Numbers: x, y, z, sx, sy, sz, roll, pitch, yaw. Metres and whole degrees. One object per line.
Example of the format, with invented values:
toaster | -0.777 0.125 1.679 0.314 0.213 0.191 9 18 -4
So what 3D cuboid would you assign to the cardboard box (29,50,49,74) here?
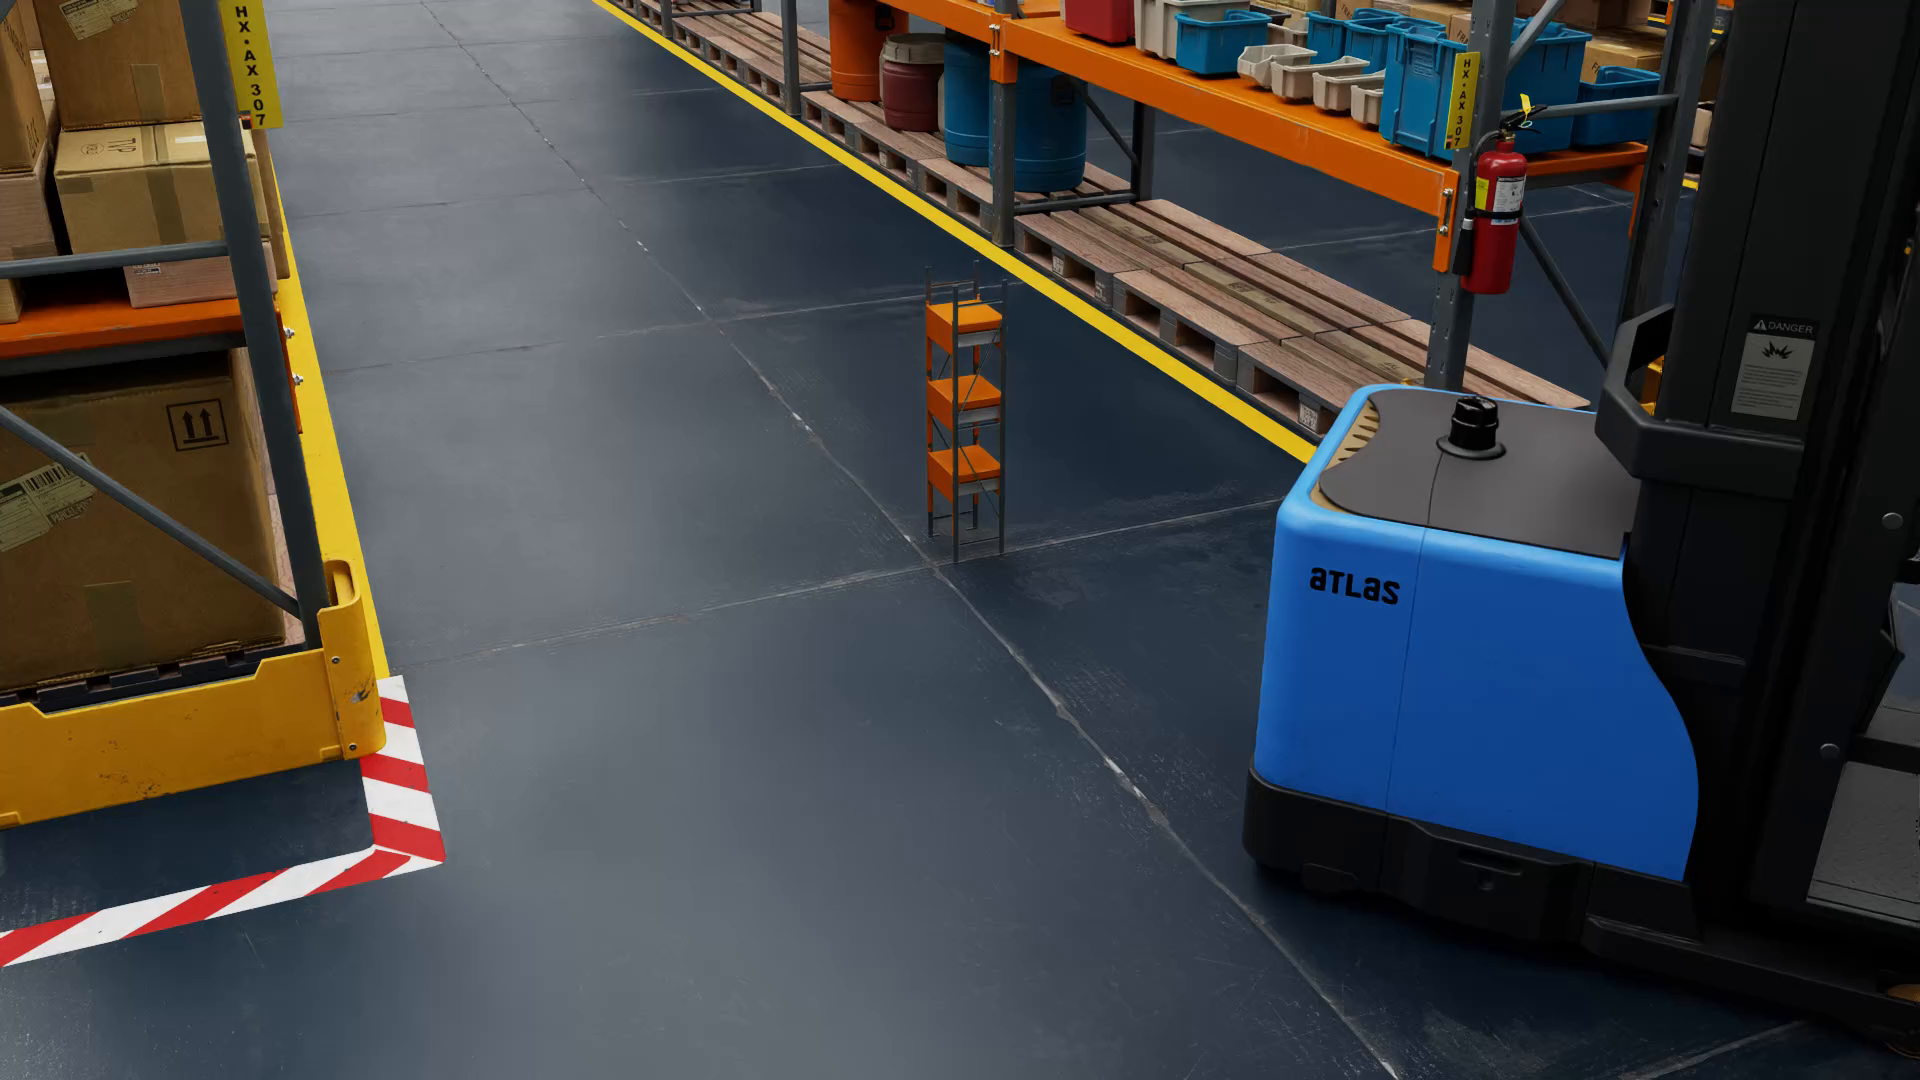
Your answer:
cardboard box | -3.358 -1.532 5.801 0.500 0.250 0.500 -11 28 -21

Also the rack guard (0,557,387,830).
rack guard | -2.309 0.437 4.785 1.175 0.500 0.348 -11 28 -21

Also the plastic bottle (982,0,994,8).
plastic bottle | 0.221 -3.210 9.546 0.152 0.276 0.135 -11 28 -21

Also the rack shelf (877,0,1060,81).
rack shelf | -0.111 -3.646 11.118 1.077 0.370 4.000 -11 28 -21

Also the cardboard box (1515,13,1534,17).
cardboard box | 4.661 -3.944 13.256 0.500 0.500 0.500 -12 28 -23

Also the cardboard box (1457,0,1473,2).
cardboard box | 4.273 -4.678 13.906 0.500 0.250 0.500 -9 28 -19

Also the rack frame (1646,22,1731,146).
rack frame | 5.232 -4.011 11.047 1.000 3.000 0.127 -11 28 -21

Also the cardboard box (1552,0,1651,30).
cardboard box | 4.875 -4.064 12.647 0.500 0.250 0.500 -11 28 -20

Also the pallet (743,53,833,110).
pallet | -1.162 -3.843 13.880 1.003 0.211 1.213 -11 28 -21

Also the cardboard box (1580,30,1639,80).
cardboard box | 4.589 -3.437 12.218 0.500 0.500 0.500 -10 28 -20

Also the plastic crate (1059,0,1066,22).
plastic crate | 0.723 -2.858 8.916 0.396 0.136 0.243 -11 28 -21

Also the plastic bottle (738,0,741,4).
plastic bottle | -2.222 -5.577 16.941 0.097 0.201 0.097 0 26 0

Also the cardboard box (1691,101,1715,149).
cardboard box | 5.197 -2.794 11.117 0.500 0.311 0.500 -11 28 -21

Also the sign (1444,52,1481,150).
sign | 1.739 -1.519 5.757 0.100 0.325 0.005 -11 28 -21

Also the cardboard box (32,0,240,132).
cardboard box | -2.454 -1.541 4.965 0.500 0.500 0.500 -11 28 -22

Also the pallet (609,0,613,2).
pallet | -3.641 -6.402 19.121 1.003 0.211 1.213 -11 28 -21

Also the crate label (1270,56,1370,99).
crate label | 1.521 -1.981 7.121 0.396 0.136 0.243 -11 28 -21

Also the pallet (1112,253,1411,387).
pallet | 1.478 -1.125 8.314 1.003 0.211 1.213 -11 28 -21

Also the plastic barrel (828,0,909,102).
plastic barrel | -0.687 -3.795 12.600 0.600 0.830 0.708 -11 28 -21

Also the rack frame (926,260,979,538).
rack frame | -0.027 -0.499 6.076 0.200 1.050 0.008 -11 28 -21

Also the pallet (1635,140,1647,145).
pallet | 4.878 -3.080 12.318 1.003 0.211 1.213 -11 28 -21

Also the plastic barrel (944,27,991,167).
plastic barrel | 0.198 -2.916 10.716 0.600 0.901 0.708 -11 28 -21

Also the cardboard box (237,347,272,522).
cardboard box | -2.999 -0.542 5.884 0.875 0.875 0.875 -11 28 -21

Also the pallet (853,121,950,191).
pallet | -0.073 -2.721 11.582 1.003 0.211 1.213 -11 28 -21

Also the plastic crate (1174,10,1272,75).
plastic crate | 1.199 -2.284 7.631 0.416 0.233 0.300 -11 28 -21

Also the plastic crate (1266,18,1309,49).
plastic crate | 1.631 -2.419 8.017 0.293 0.136 0.466 -11 28 -21

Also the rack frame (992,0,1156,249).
rack frame | 0.673 -3.162 9.307 1.000 3.000 0.127 -11 28 -21

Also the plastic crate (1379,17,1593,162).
plastic crate | 1.936 -1.693 6.190 0.616 0.435 0.499 -11 28 -21

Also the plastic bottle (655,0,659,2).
plastic bottle | -3.053 -5.687 16.996 0.144 0.351 0.185 -12 29 -23

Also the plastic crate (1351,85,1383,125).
plastic crate | 1.753 -1.753 6.655 0.396 0.136 0.243 -11 28 -21

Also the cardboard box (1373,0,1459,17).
cardboard box | 3.791 -4.257 13.898 0.500 0.500 0.500 -12 28 -22

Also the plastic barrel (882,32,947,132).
plastic barrel | -0.244 -3.231 11.719 0.600 0.588 0.708 -11 28 -21

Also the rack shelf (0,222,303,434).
rack shelf | -3.102 -1.180 6.068 1.077 0.370 4.000 -11 28 -21

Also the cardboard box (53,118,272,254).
cardboard box | -2.258 -1.002 4.716 0.500 0.250 0.500 -11 28 -22

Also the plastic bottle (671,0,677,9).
plastic bottle | -2.889 -5.424 16.629 0.097 0.201 0.097 0 26 0

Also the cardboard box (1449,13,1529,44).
cardboard box | 4.192 -3.844 13.052 0.500 0.500 0.500 -12 28 -22

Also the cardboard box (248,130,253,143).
cardboard box | -2.661 -1.415 5.560 0.500 0.250 0.500 -12 28 -22

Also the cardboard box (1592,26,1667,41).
cardboard box | 5.047 -3.536 12.422 0.500 0.500 0.500 -10 28 -20

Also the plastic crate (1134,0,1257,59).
plastic crate | 1.101 -2.487 7.992 0.437 0.282 0.530 -11 28 -21

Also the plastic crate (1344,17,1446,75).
plastic crate | 1.930 -2.186 7.432 0.416 0.233 0.300 -11 28 -21

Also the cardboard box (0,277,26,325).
cardboard box | -2.761 -0.670 4.490 0.380 0.149 0.250 -10 28 -20

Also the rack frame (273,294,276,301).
rack frame | -3.885 -2.311 7.564 1.000 3.000 0.127 -11 28 -21

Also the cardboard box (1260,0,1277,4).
cardboard box | 3.024 -5.209 15.516 0.500 0.311 0.500 -11 28 -21

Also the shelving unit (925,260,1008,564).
shelving unit | 0.021 -0.450 5.975 0.215 1.050 0.252 -11 28 -21

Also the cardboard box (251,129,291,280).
cardboard box | -4.154 -1.800 8.460 1.225 0.875 0.875 -10 28 -20

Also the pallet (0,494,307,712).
pallet | -2.703 0.248 5.502 1.003 0.211 1.213 -11 28 -21

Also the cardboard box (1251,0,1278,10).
cardboard box | 3.030 -4.957 15.639 0.500 0.250 0.500 -11 28 -21

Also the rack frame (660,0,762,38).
rack frame | -2.460 -6.391 15.921 1.000 3.000 0.127 -11 28 -21

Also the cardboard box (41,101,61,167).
cardboard box | -2.950 -1.117 4.951 0.500 0.250 0.500 -11 28 -21

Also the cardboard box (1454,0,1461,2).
cardboard box | 4.248 -4.363 14.115 0.500 0.500 0.500 -9 28 -19

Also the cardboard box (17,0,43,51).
cardboard box | -3.539 -2.067 6.042 0.500 0.500 0.500 -11 28 -22

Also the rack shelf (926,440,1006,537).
rack shelf | 0.021 -0.191 6.102 0.215 0.259 0.240 -11 28 -21

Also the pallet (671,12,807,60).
pallet | -2.117 -4.828 15.898 1.003 0.211 1.213 -11 28 -21

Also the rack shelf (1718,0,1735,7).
rack shelf | 6.015 -2.881 9.551 1.077 0.370 4.000 -11 28 -21

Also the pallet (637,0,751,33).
pallet | -2.685 -5.417 17.103 1.003 0.211 1.213 -11 28 -21

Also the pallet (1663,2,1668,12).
pallet | 7.443 -6.033 18.366 1.003 0.211 1.213 -11 28 -21

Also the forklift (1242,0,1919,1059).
forklift | 2.315 -0.359 3.645 3.031 2.935 1.130 11 28 21

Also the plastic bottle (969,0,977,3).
plastic bottle | 0.088 -3.298 9.720 0.061 0.283 0.133 -11 28 -21
